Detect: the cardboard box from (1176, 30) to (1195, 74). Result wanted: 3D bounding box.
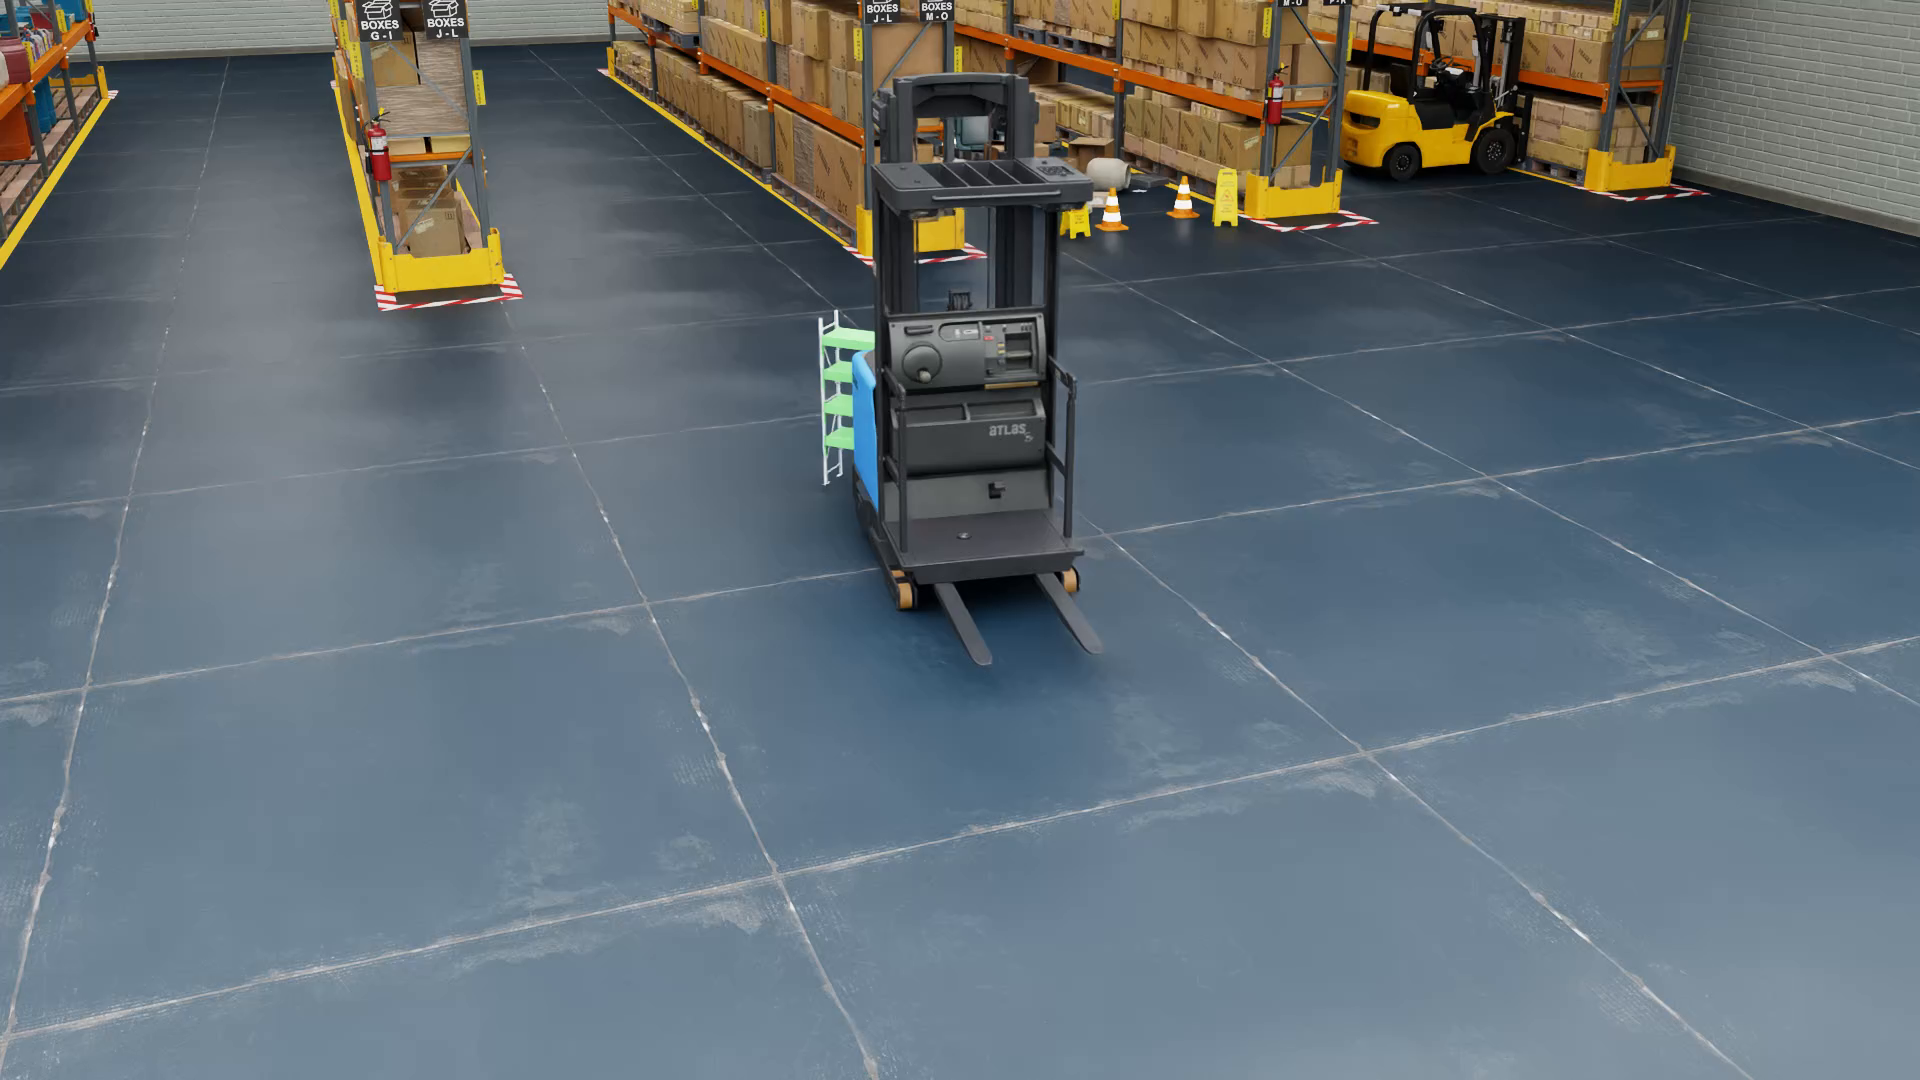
[{"bbox_3d":[3.090,-6.213,21.116,0.500,0.500,0.500,-8,24,-18],"label":"cardboard box"}]

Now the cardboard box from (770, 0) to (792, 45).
[{"bbox_3d":[-1.863,-6.484,20.688,0.875,0.550,0.550,-8,24,-19],"label":"cardboard box"}]

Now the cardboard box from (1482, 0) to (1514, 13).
[{"bbox_3d":[7.499,-7.408,23.116,0.380,0.149,0.250,-9,24,-20],"label":"cardboard box"}]

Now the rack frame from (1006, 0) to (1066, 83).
[{"bbox_3d":[1.221,-8.225,26.403,1.000,3.000,0.127,-8,24,-19],"label":"rack frame"}]

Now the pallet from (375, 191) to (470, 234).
[{"bbox_3d":[-6.367,-3.888,19.703,1.003,0.211,1.213,-8,24,-19],"label":"pallet"}]

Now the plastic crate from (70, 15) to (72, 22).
[{"bbox_3d":[-14.964,-8.620,27.603,0.396,0.136,0.243,-8,24,-19],"label":"plastic crate"}]

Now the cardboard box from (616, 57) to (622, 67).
[{"bbox_3d":[-6.315,-9.062,31.518,0.380,0.149,0.250,-8,24,-18],"label":"cardboard box"}]

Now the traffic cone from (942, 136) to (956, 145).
[{"bbox_3d":[-0.152,-5.830,23.985,0.336,0.463,0.334,-8,24,-19],"label":"traffic cone"}]

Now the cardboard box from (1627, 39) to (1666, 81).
[{"bbox_3d":[8.774,-6.265,21.624,0.500,0.500,0.500,-8,24,-17],"label":"cardboard box"}]

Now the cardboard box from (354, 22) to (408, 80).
[{"bbox_3d":[-5.832,-4.950,16.832,0.500,0.500,0.500,-8,24,-19],"label":"cardboard box"}]

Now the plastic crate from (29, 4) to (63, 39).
[{"bbox_3d":[-14.178,-8.055,25.841,0.402,0.464,0.583,-8,24,-19],"label":"plastic crate"}]

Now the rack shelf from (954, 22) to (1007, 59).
[{"bbox_3d":[0.514,-8.621,28.267,1.077,0.370,4.000,-8,24,-19],"label":"rack shelf"}]

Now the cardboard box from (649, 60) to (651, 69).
[{"bbox_3d":[-5.157,-8.210,28.732,0.380,0.149,0.250,-8,24,-17],"label":"cardboard box"}]

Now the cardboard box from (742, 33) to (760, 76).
[{"bbox_3d":[-2.574,-6.439,22.036,0.500,0.500,0.500,-9,24,-20],"label":"cardboard box"}]

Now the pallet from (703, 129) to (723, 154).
[{"bbox_3d":[-3.166,-5.928,24.542,1.003,0.211,1.213,-8,24,-19],"label":"pallet"}]

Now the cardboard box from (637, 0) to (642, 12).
[{"bbox_3d":[-5.223,-9.283,28.401,0.500,0.500,0.500,-8,24,-19],"label":"cardboard box"}]

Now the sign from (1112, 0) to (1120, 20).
[{"bbox_3d":[2.116,-7.228,22.546,0.100,0.325,0.005,-8,24,-19],"label":"sign"}]

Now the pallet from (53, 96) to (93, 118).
[{"bbox_3d":[-14.828,-7.060,27.230,1.003,0.211,1.213,-8,24,-19],"label":"pallet"}]

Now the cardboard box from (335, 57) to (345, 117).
[{"bbox_3d":[-8.902,-6.979,25.642,1.225,0.875,0.875,-9,25,-21],"label":"cardboard box"}]

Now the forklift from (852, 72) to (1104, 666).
[{"bbox_3d":[0.096,-1.097,9.578,1.130,2.935,3.031,-5,23,-12],"label":"forklift"}]

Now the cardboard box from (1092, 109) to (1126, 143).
[{"bbox_3d":[2.446,-5.945,23.835,0.950,0.372,0.625,-8,24,-18],"label":"cardboard box"}]

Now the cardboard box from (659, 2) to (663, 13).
[{"bbox_3d":[-4.524,-8.403,26.226,0.380,0.149,0.250,-9,24,-20],"label":"cardboard box"}]

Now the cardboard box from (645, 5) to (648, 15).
[{"bbox_3d":[-4.975,-8.734,27.394,0.380,0.149,0.250,-8,24,-18],"label":"cardboard box"}]

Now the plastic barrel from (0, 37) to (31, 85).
[{"bbox_3d":[-12.236,-6.122,21.237,0.600,0.536,0.708,-8,24,-19],"label":"plastic barrel"}]

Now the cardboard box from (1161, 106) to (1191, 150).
[{"bbox_3d":[2.971,-5.411,21.760,0.500,0.500,0.500,-7,24,-16],"label":"cardboard box"}]

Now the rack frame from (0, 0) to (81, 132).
[{"bbox_3d":[-14.097,-7.640,25.013,1.000,3.000,0.127,-8,24,-19],"label":"rack frame"}]

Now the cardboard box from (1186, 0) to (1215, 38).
[{"bbox_3d":[3.214,-6.474,20.450,0.700,0.500,0.500,-9,24,-20],"label":"cardboard box"}]

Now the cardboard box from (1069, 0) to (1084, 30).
[{"bbox_3d":[1.903,-7.653,23.994,0.500,0.500,0.500,-7,24,-17],"label":"cardboard box"}]

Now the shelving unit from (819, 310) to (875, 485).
[{"bbox_3d":[-0.672,-0.942,11.439,0.503,1.200,0.258,10,25,22],"label":"shelving unit"}]

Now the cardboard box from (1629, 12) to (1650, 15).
[{"bbox_3d":[8.735,-6.740,21.531,0.380,0.149,0.250,-7,24,-17],"label":"cardboard box"}]

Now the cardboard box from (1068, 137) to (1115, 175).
[{"bbox_3d":[1.740,-5.045,22.073,0.500,0.500,0.500,8,24,18],"label":"cardboard box"}]

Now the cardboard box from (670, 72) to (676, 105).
[{"bbox_3d":[-4.388,-7.319,26.931,0.500,0.500,0.500,-8,24,-18],"label":"cardboard box"}]

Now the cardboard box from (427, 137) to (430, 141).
[{"bbox_3d":[-5.354,-4.254,17.304,0.380,0.149,0.250,-8,24,-19],"label":"cardboard box"}]

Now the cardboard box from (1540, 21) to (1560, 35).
[{"bbox_3d":[7.937,-6.807,22.075,0.380,0.149,0.250,-9,25,-21],"label":"cardboard box"}]

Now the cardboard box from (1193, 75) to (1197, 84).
[{"bbox_3d":[3.193,-5.867,21.132,0.380,0.149,0.250,-8,24,-19],"label":"cardboard box"}]

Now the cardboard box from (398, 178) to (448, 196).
[{"bbox_3d":[-5.876,-3.672,18.278,0.500,0.500,0.500,-6,24,-14],"label":"cardboard box"}]

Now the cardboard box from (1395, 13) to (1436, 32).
[{"bbox_3d":[6.864,-7.759,24.846,0.500,0.250,0.500,-9,24,-20],"label":"cardboard box"}]

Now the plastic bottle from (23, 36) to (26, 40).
[{"bbox_3d":[-13.411,-7.093,23.881,0.097,0.271,0.097,0,23,0],"label":"plastic bottle"}]

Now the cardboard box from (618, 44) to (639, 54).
[{"bbox_3d":[-6.154,-9.140,30.938,0.380,0.149,0.250,-8,24,-19],"label":"cardboard box"}]

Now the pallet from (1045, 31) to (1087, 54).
[{"bbox_3d":[1.959,-7.423,24.747,1.003,0.211,1.213,-8,24,-19],"label":"pallet"}]

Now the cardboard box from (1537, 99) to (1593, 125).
[{"bbox_3d":[8.049,-5.697,22.118,0.500,0.250,0.500,-8,24,-18],"label":"cardboard box"}]

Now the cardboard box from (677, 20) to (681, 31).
[{"bbox_3d":[-4.065,-7.794,25.162,0.380,0.149,0.250,-8,24,-19],"label":"cardboard box"}]

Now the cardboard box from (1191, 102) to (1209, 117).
[{"bbox_3d":[3.150,-5.457,21.033,0.380,0.149,0.250,-7,24,-17],"label":"cardboard box"}]

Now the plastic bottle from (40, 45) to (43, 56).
[{"bbox_3d":[-13.234,-7.046,23.861,0.097,0.201,0.097,0,23,0],"label":"plastic bottle"}]

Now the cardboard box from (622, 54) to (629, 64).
[{"bbox_3d":[-6.053,-8.915,30.787,0.380,0.149,0.250,-8,24,-17],"label":"cardboard box"}]

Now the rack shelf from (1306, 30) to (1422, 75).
[{"bbox_3d":[6.570,-7.850,26.438,1.077,0.370,4.000,-8,24,-19],"label":"rack shelf"}]

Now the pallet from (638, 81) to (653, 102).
[{"bbox_3d":[-5.058,-7.917,29.262,1.003,0.211,1.213,-8,24,-19],"label":"pallet"}]

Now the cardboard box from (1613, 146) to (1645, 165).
[{"bbox_3d":[8.699,-5.133,22.065,0.500,0.250,0.500,-8,24,-19],"label":"cardboard box"}]

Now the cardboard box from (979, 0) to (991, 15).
[{"bbox_3d":[0.628,-8.714,27.111,0.500,0.250,0.500,-9,24,-20],"label":"cardboard box"}]

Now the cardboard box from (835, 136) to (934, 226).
[{"bbox_3d":[-0.850,-4.054,18.702,0.875,0.875,0.875,-8,24,-19],"label":"cardboard box"}]

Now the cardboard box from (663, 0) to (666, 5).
[{"bbox_3d":[-4.431,-8.447,25.945,0.380,0.149,0.250,-7,24,-16],"label":"cardboard box"}]

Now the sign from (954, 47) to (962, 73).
[{"bbox_3d":[-0.027,-5.112,17.800,0.100,0.325,0.005,-8,24,-19],"label":"sign"}]

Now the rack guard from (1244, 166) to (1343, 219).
[{"bbox_3d":[4.020,-4.194,20.058,1.175,0.500,0.348,-8,24,-19],"label":"rack guard"}]

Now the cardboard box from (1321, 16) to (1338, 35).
[{"bbox_3d":[6.153,-8.274,26.712,0.500,0.250,0.500,-9,25,-21],"label":"cardboard box"}]
